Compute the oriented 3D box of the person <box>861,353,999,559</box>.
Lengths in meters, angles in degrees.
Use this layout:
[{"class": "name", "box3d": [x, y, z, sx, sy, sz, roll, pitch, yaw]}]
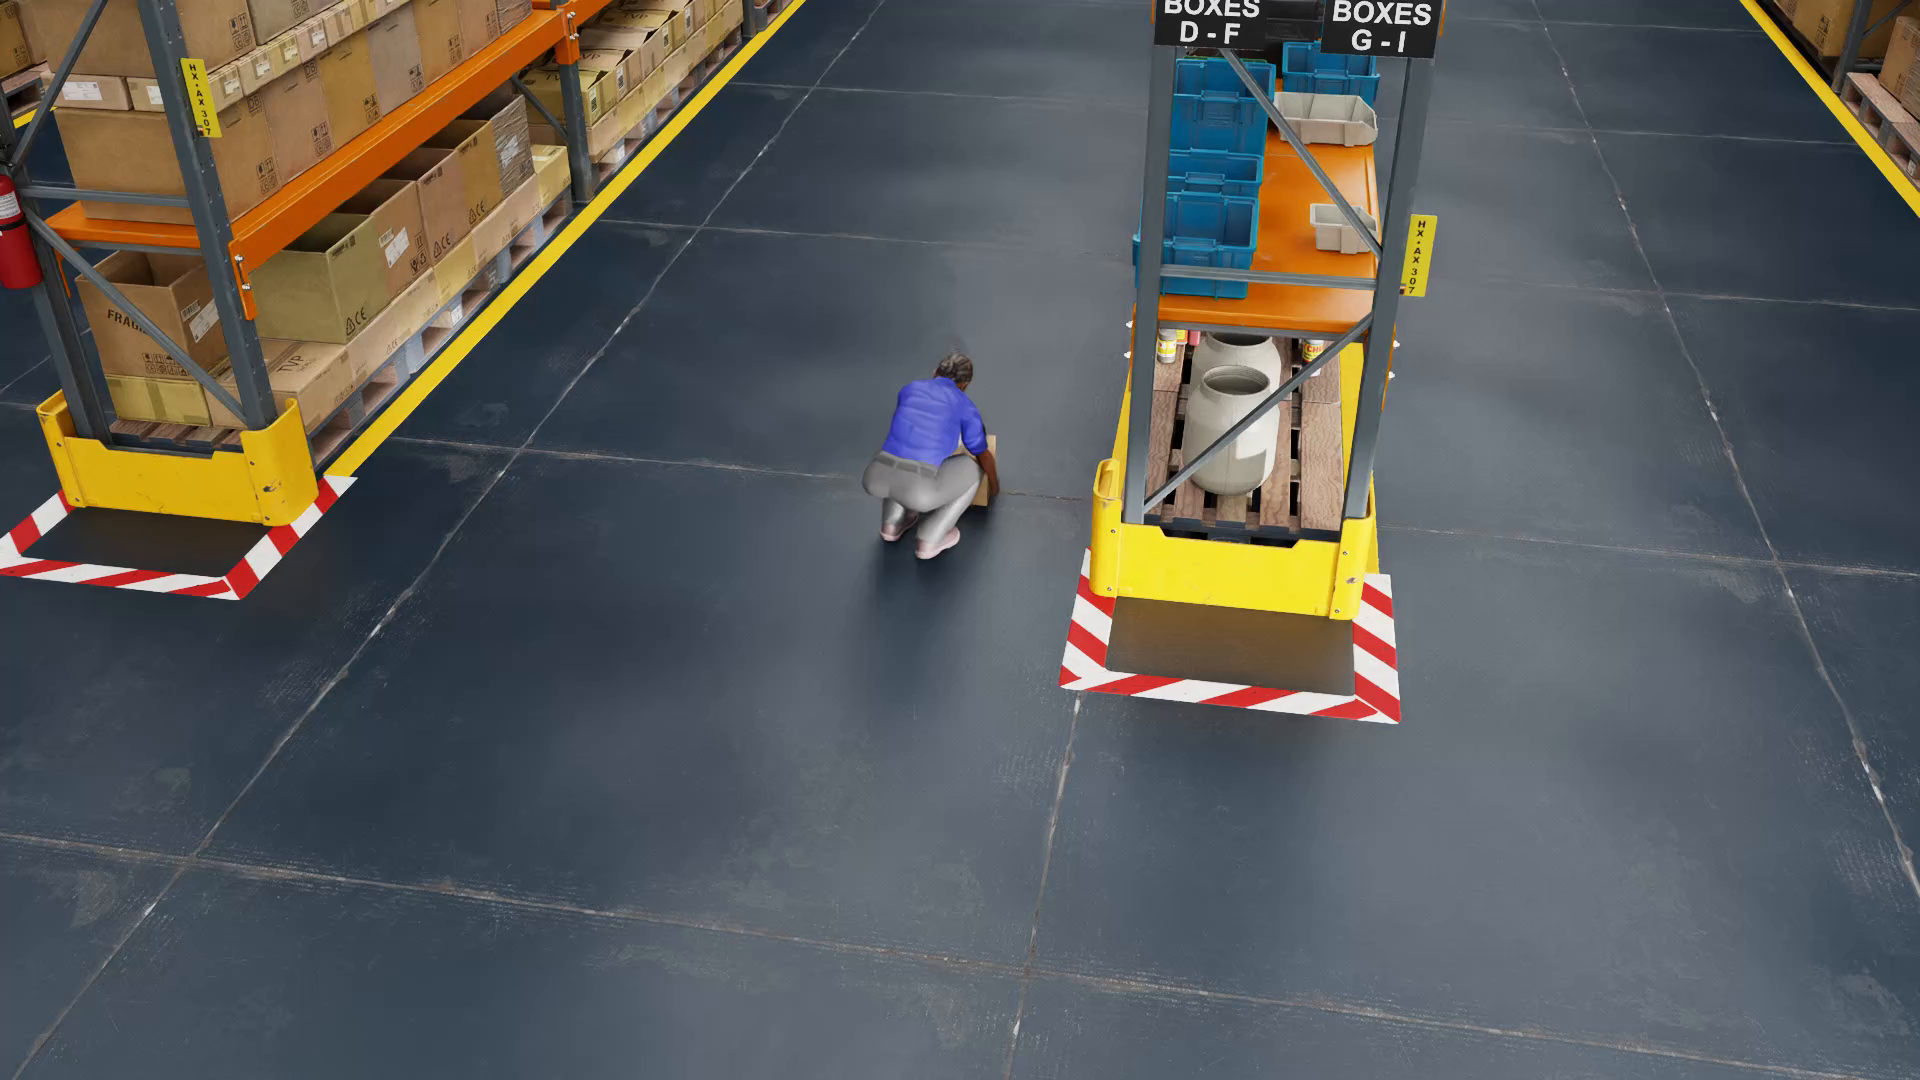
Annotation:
[{"class": "person", "box3d": [-0.122, -0.367, 7.641, 0.459, 0.809, 0.880, 16, 36, 24]}]
